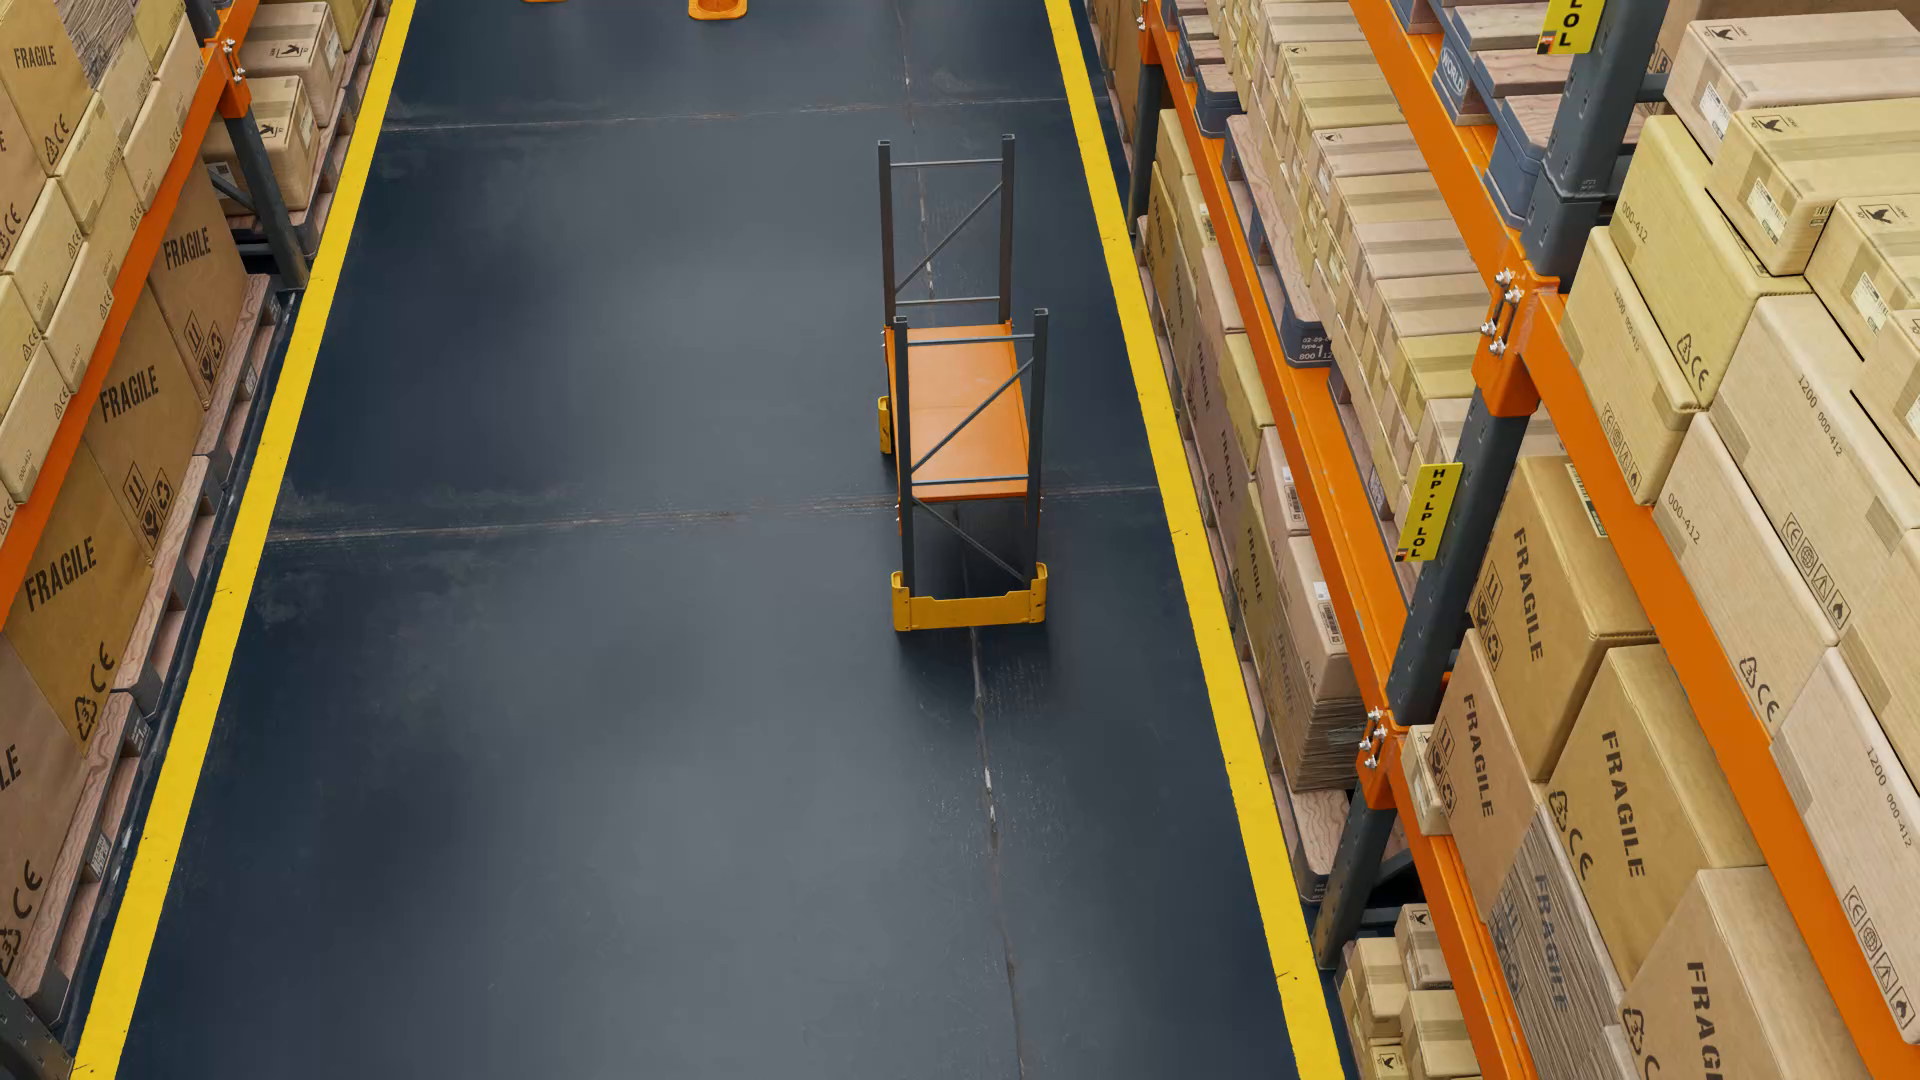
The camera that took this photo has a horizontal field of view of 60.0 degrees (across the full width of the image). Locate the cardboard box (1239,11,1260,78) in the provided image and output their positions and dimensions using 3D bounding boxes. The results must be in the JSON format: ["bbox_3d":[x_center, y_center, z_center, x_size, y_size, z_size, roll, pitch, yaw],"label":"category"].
[{"bbox_3d":[1.240,-1.821,6.088,0.380,0.149,0.250,-3,47,-3],"label":"cardboard box"}]

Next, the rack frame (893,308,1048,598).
[{"bbox_3d":[0.035,-0.210,5.916,0.500,1.500,0.032,-3,47,-3],"label":"rack frame"}]

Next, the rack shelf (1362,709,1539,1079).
[{"bbox_3d":[1.830,1.994,3.291,1.077,0.370,4.000,-3,47,-3],"label":"rack shelf"}]

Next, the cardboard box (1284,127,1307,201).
[{"bbox_3d":[1.303,-1.266,5.562,0.380,0.149,0.250,-2,47,-2],"label":"cardboard box"}]

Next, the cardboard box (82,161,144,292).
[{"bbox_3d":[-3.211,-1.085,5.815,0.500,0.250,0.500,-4,47,-4],"label":"cardboard box"}]

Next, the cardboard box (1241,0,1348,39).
[{"bbox_3d":[1.236,-1.947,6.002,0.380,0.149,0.250,-5,47,-5],"label":"cardboard box"}]

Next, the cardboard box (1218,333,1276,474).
[{"bbox_3d":[1.260,-0.521,6.093,0.500,0.250,0.500,-5,47,-5],"label":"cardboard box"}]

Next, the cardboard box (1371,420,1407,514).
[{"bbox_3d":[1.409,-0.222,4.778,0.380,0.149,0.250,-3,47,-3],"label":"cardboard box"}]

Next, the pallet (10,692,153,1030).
[{"bbox_3d":[-3.402,1.079,5.583,1.003,0.211,1.213,-3,47,-3],"label":"pallet"}]

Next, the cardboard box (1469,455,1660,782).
[{"bbox_3d":[1.457,0.161,3.570,0.500,0.500,0.500,-2,47,-2],"label":"cardboard box"}]

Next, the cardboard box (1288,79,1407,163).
[{"bbox_3d":[1.302,-1.379,5.464,0.380,0.149,0.250,-4,47,-4],"label":"cardboard box"}]

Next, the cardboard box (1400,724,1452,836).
[{"bbox_3d":[1.360,0.611,4.278,0.380,0.149,0.250,-2,47,-2],"label":"cardboard box"}]

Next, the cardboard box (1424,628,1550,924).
[{"bbox_3d":[1.453,0.537,3.902,0.500,0.500,0.500,-4,47,-4],"label":"cardboard box"}]

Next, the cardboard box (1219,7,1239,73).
[{"bbox_3d":[1.209,-1.927,6.393,0.380,0.149,0.250,-1,47,-1],"label":"cardboard box"}]

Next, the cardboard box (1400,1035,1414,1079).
[{"bbox_3d":[1.484,1.493,4.740,0.380,0.149,0.250,-3,47,-3],"label":"cardboard box"}]

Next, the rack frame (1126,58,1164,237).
[{"bbox_3d":[1.327,-2.594,7.141,1.000,3.000,0.127,-3,47,-3],"label":"rack frame"}]

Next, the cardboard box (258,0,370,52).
[{"bbox_3d":[-3.762,-2.953,9.001,0.950,0.372,0.625,-2,47,-2],"label":"cardboard box"}]

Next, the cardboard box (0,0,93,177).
[{"bbox_3d":[-3.207,-1.510,5.357,0.500,0.500,0.500,-3,47,-3],"label":"cardboard box"}]

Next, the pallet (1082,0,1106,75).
[{"bbox_3d":[1.237,-3.091,9.532,1.003,0.211,1.213,-3,47,-3],"label":"pallet"}]

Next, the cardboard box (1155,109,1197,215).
[{"bbox_3d":[1.144,-1.623,7.137,0.500,0.250,0.500,-5,47,-5],"label":"cardboard box"}]

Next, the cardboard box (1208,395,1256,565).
[{"bbox_3d":[1.268,-0.248,6.351,0.500,0.500,0.500,-4,47,-4],"label":"cardboard box"}]

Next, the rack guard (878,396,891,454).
[{"bbox_3d":[-0.048,-0.501,7.053,0.587,0.250,0.087,-3,47,-3],"label":"rack guard"}]

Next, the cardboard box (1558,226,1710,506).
[{"bbox_3d":[1.438,-0.329,3.033,0.500,0.250,0.500,-1,47,-1],"label":"cardboard box"}]

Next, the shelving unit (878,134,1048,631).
[{"bbox_3d":[-0.006,-0.571,6.258,0.587,1.500,1.083,-3,47,-3],"label":"shelving unit"}]

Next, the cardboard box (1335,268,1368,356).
[{"bbox_3d":[1.364,-0.704,5.030,0.380,0.149,0.250,-5,47,-5],"label":"cardboard box"}]

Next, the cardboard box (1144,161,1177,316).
[{"bbox_3d":[1.132,-1.352,7.397,0.500,0.500,0.500,-5,47,-5],"label":"cardboard box"}]

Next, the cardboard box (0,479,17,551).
[{"bbox_3d":[-3.081,0.017,4.772,0.500,0.250,0.500,-5,47,-4],"label":"cardboard box"}]

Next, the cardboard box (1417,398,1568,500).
[{"bbox_3d":[1.434,-0.241,4.387,0.380,0.149,0.250,-2,47,-1],"label":"cardboard box"}]

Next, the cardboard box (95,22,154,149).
[{"bbox_3d":[-3.256,-1.635,5.991,0.500,0.250,0.500,-5,47,-4],"label":"cardboard box"}]

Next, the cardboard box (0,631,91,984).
[{"bbox_3d":[-3.394,0.816,5.085,0.875,0.875,0.875,-2,47,-2],"label":"cardboard box"}]

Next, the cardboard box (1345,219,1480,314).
[{"bbox_3d":[1.369,-0.813,4.928,0.380,0.149,0.250,-4,47,-3],"label":"cardboard box"}]

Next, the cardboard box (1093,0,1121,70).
[{"bbox_3d":[1.289,-3.043,8.827,1.050,0.750,0.750,-3,47,-3],"label":"cardboard box"}]

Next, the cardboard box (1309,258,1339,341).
[{"bbox_3d":[1.341,-0.784,5.311,0.380,0.149,0.250,-5,47,-5],"label":"cardboard box"}]

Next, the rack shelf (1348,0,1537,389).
[{"bbox_3d":[1.495,-1.931,4.943,1.077,0.370,4.000,-3,47,-3],"label":"rack shelf"}]

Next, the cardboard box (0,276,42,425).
[{"bbox_3d":[-3.105,-0.524,4.940,0.500,0.250,0.500,-3,47,-3],"label":"cardboard box"}]

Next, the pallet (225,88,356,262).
[{"bbox_3d":[-3.661,-1.827,8.335,1.003,0.211,1.213,-3,47,-3],"label":"pallet"}]

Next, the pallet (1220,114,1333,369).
[{"bbox_3d":[1.534,-1.099,5.857,1.003,0.211,1.213,-3,47,-3],"label":"pallet"}]

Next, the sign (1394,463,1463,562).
[{"bbox_3d":[1.109,-0.062,3.945,0.100,0.325,0.005,-3,47,-3],"label":"sign"}]

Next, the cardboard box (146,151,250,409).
[{"bbox_3d":[-3.622,-1.129,6.928,0.875,0.875,0.875,-4,47,-4],"label":"cardboard box"}]

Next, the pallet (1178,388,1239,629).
[{"bbox_3d":[1.490,-0.189,6.784,1.003,0.211,1.213,-3,47,-3],"label":"pallet"}]

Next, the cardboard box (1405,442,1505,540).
[{"bbox_3d":[1.432,-0.136,4.492,0.380,0.149,0.250,-2,47,-2],"label":"cardboard box"}]

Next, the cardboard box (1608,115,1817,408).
[{"bbox_3d":[1.463,-0.489,2.840,0.500,0.250,0.500,-2,47,-2],"label":"cardboard box"}]

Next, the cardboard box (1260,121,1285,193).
[{"bbox_3d":[1.277,-1.357,5.853,0.380,0.149,0.250,-3,47,-3],"label":"cardboard box"}]

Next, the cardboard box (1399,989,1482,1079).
[{"bbox_3d":[1.449,1.396,4.627,0.380,0.149,0.250,-1,47,-1],"label":"cardboard box"}]

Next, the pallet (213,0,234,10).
[{"bbox_3d":[-3.763,-2.663,7.339,1.213,0.211,1.003,-3,47,-3],"label":"pallet"}]

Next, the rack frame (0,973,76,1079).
[{"bbox_3d":[-3.262,0.674,4.046,1.000,3.000,0.127,-3,47,-3],"label":"rack frame"}]
